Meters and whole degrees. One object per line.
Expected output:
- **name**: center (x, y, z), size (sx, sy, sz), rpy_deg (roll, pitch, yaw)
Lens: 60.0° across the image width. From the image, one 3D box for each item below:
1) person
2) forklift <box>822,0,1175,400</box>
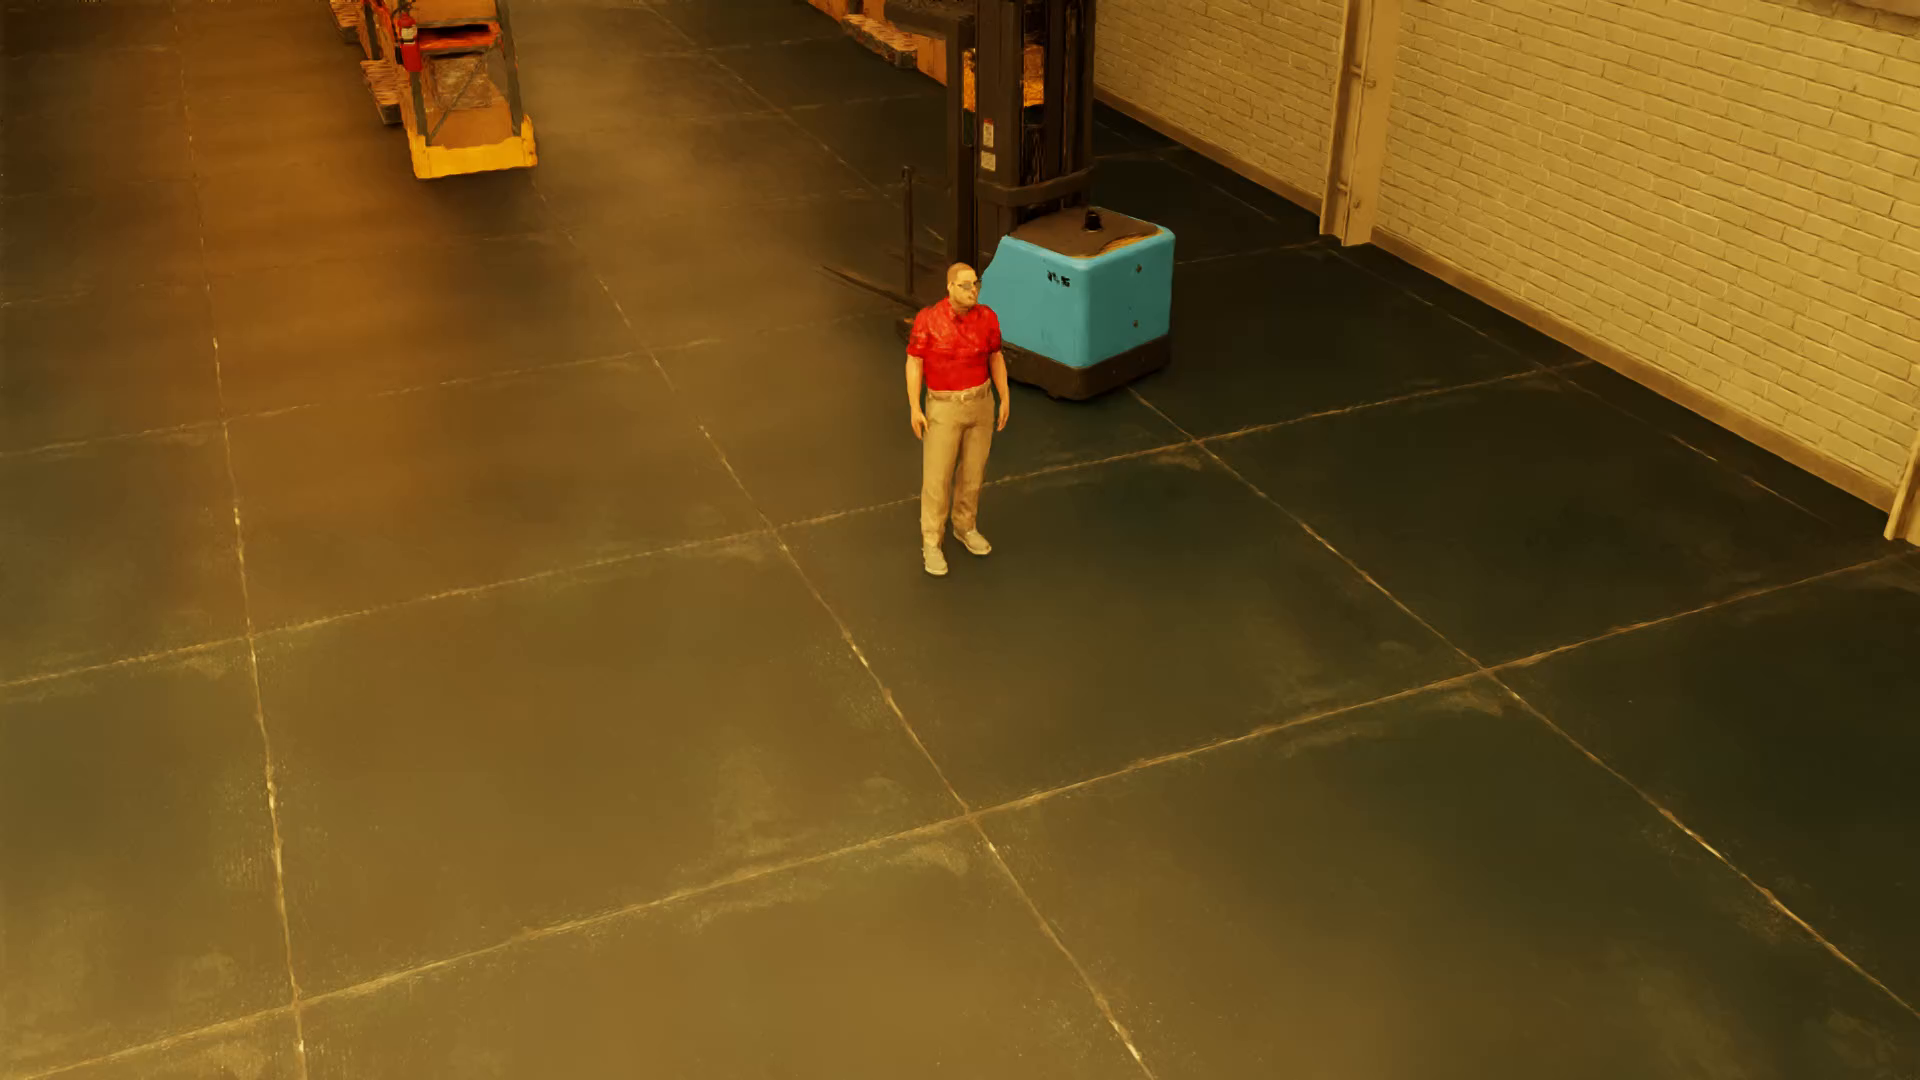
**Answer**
- **person**: center (0.025, -0.712, 9.565), size (0.640, 1.723, 0.550), rpy_deg (-12, 32, -20)
- **forklift**: center (0.159, -2.893, 12.180), size (1.130, 2.935, 3.031), rpy_deg (-25, 38, -37)
